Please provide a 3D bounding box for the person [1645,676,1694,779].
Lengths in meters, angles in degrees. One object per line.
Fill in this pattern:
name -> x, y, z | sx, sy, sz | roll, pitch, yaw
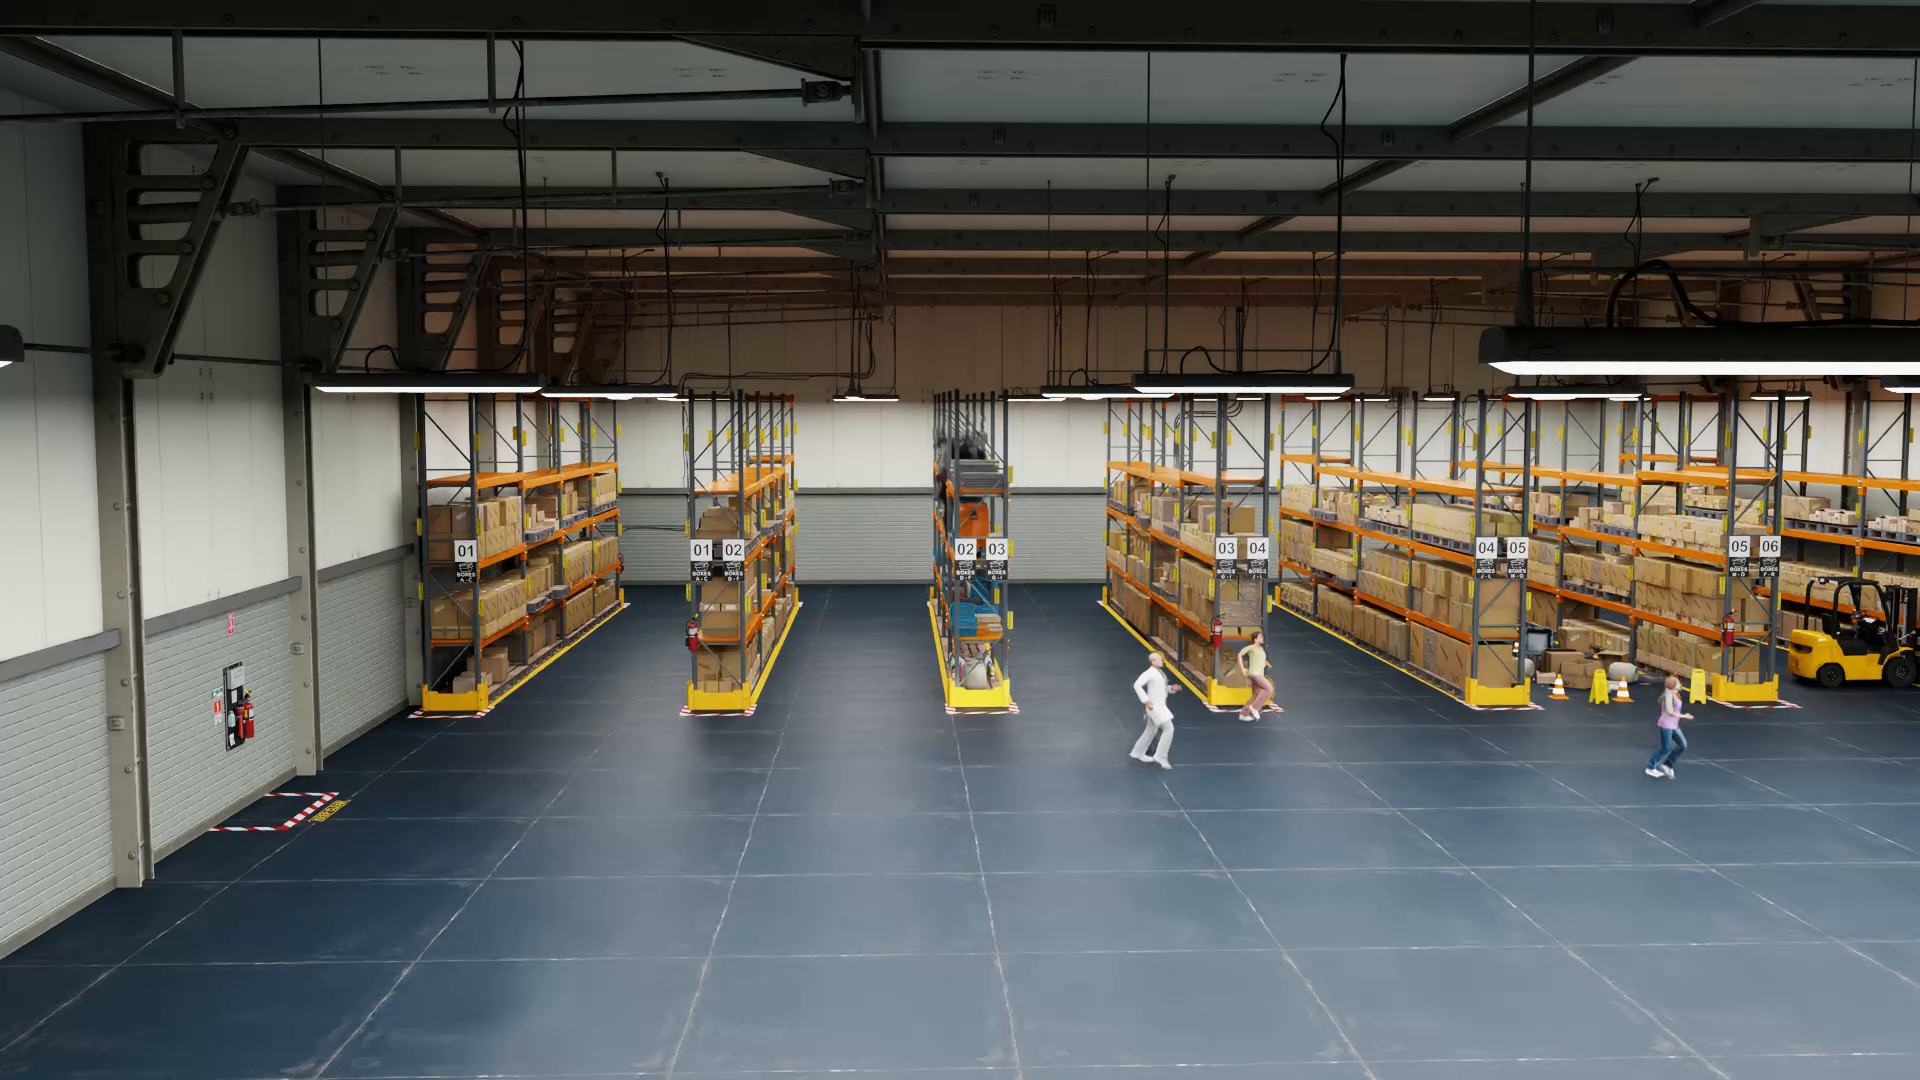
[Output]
person -> 10.837, 2.871, 25.368 | 0.673, 1.625, 0.558 | 3, 6, 33

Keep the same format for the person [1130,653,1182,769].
person -> 3.091, 2.700, 26.270 | 0.828, 1.846, 0.669 | 1, 5, 15

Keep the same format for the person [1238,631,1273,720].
person -> 5.389, 2.453, 30.043 | 0.643, 1.606, 0.601 | 3, 5, 31
